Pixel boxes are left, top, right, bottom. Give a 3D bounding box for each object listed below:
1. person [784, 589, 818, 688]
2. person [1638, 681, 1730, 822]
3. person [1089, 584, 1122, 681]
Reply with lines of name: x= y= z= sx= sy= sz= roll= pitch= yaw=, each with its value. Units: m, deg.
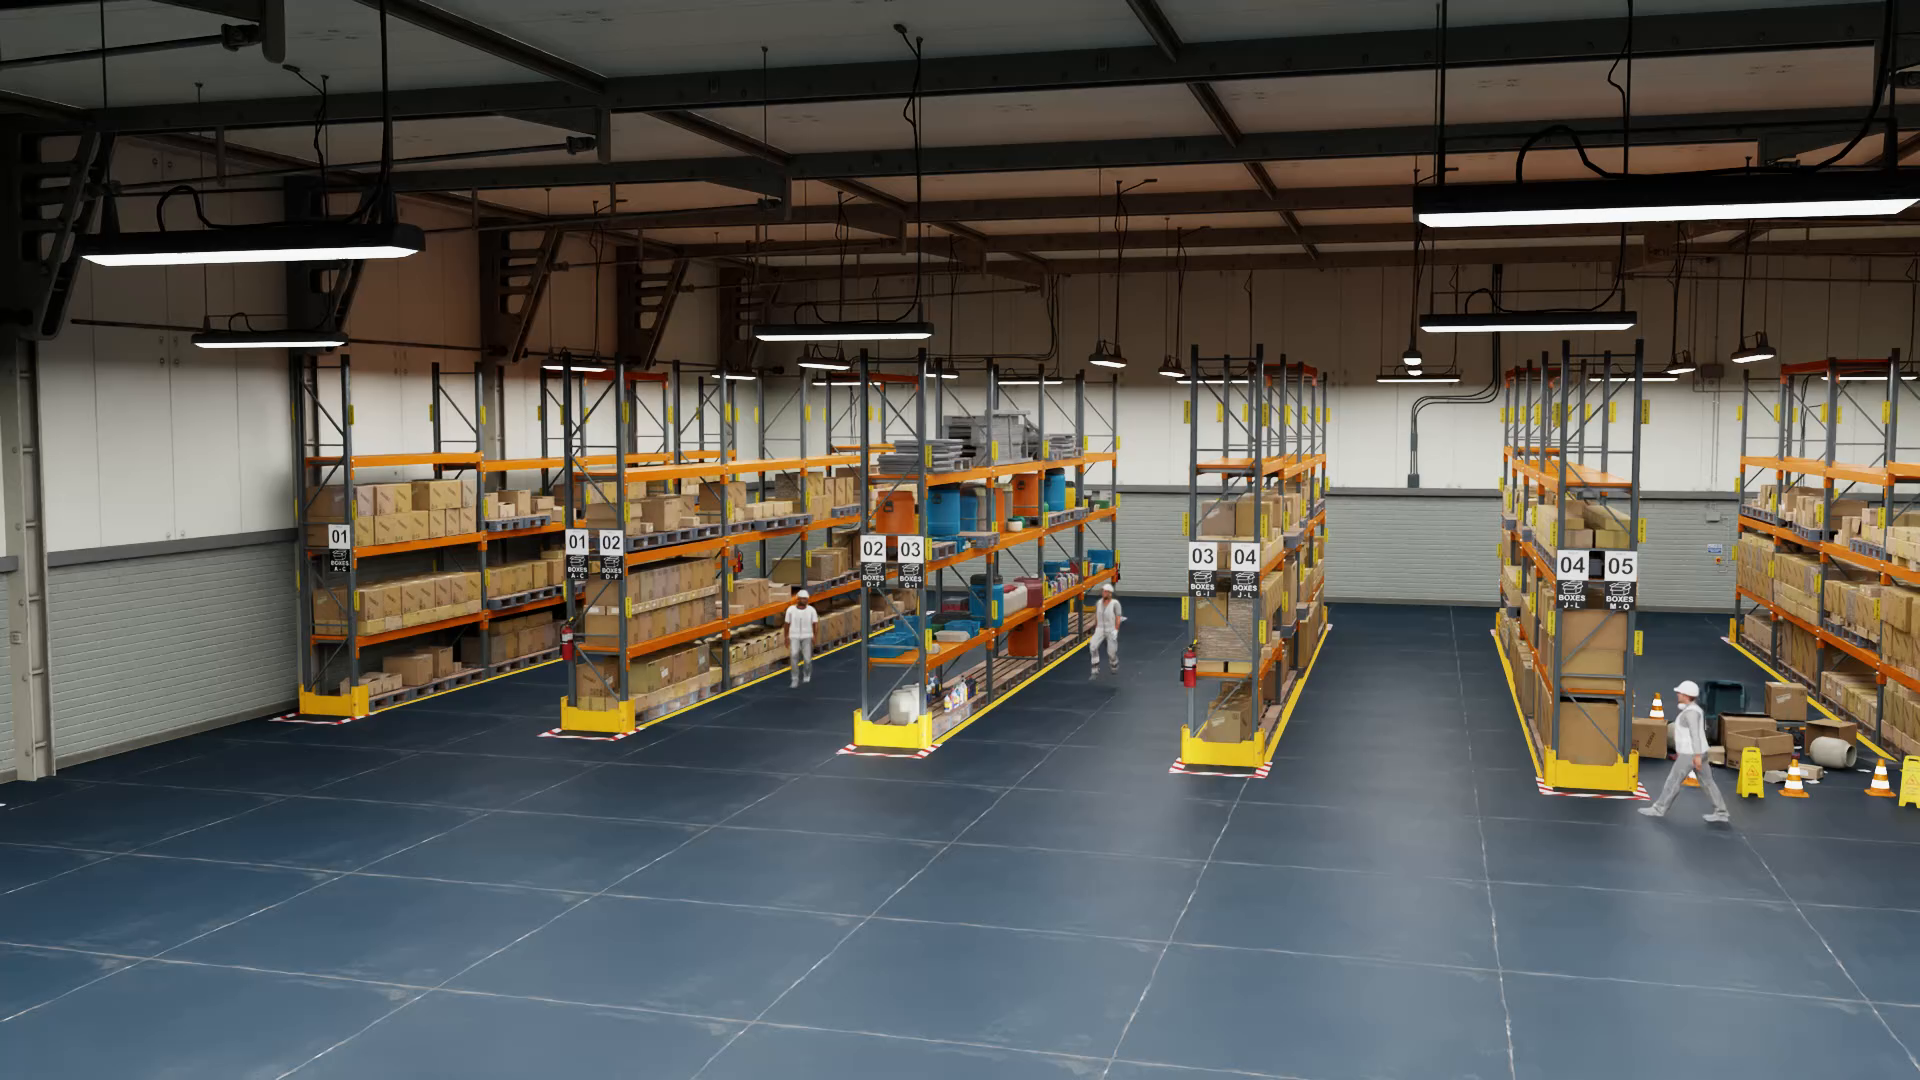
person: x=-2.791 y=1.723 z=29.284 sx=0.600 sy=1.665 sz=0.779 roll=-1 pitch=4 yaw=-8
person: x=8.961 y=2.586 z=20.497 sx=1.029 sy=1.706 sz=0.569 roll=3 pitch=5 yaw=35
person: x=2.647 y=1.650 z=30.055 sx=0.557 sy=1.710 sz=0.910 roll=2 pitch=5 yaw=24
